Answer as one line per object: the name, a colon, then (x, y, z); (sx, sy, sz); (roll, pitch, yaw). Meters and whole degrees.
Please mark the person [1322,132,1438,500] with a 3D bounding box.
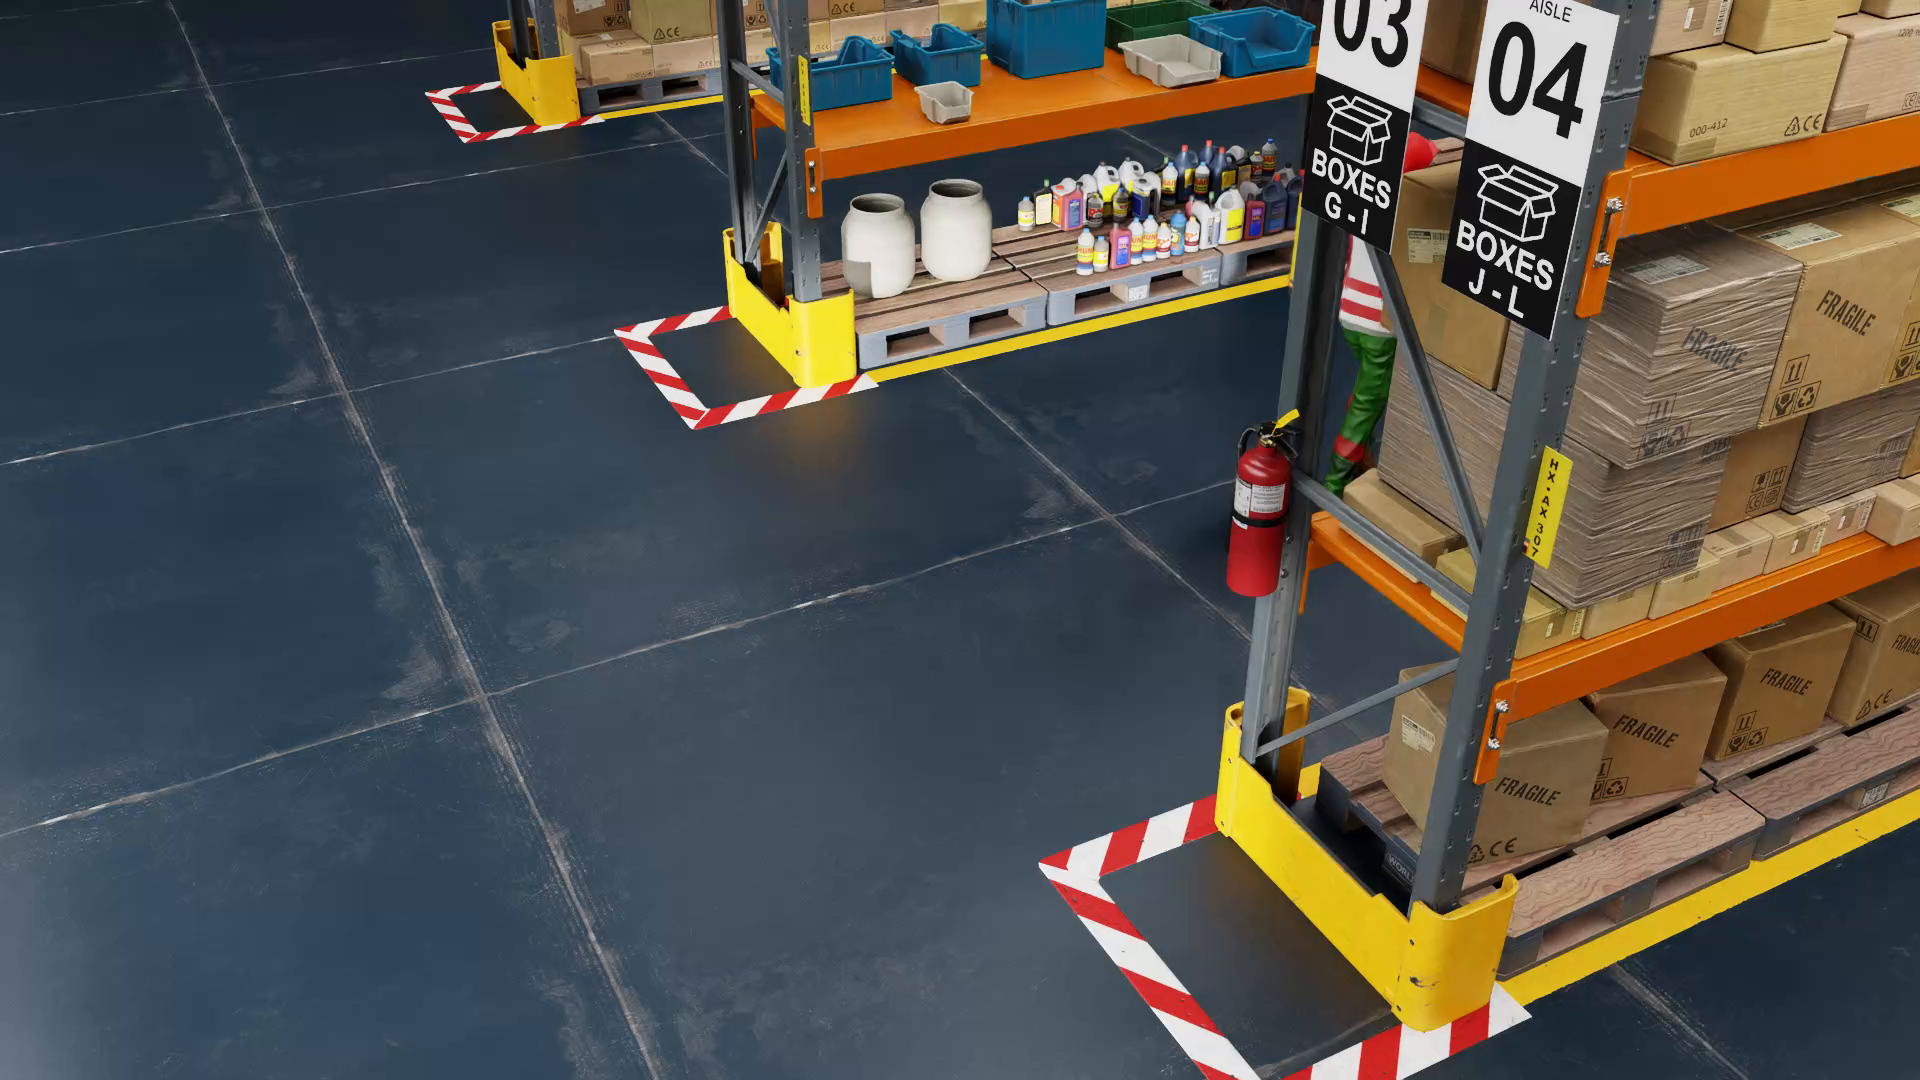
person: (1.907, -0.996, 7.697); (0.601, 1.833, 0.652); (-24, 40, -33)
